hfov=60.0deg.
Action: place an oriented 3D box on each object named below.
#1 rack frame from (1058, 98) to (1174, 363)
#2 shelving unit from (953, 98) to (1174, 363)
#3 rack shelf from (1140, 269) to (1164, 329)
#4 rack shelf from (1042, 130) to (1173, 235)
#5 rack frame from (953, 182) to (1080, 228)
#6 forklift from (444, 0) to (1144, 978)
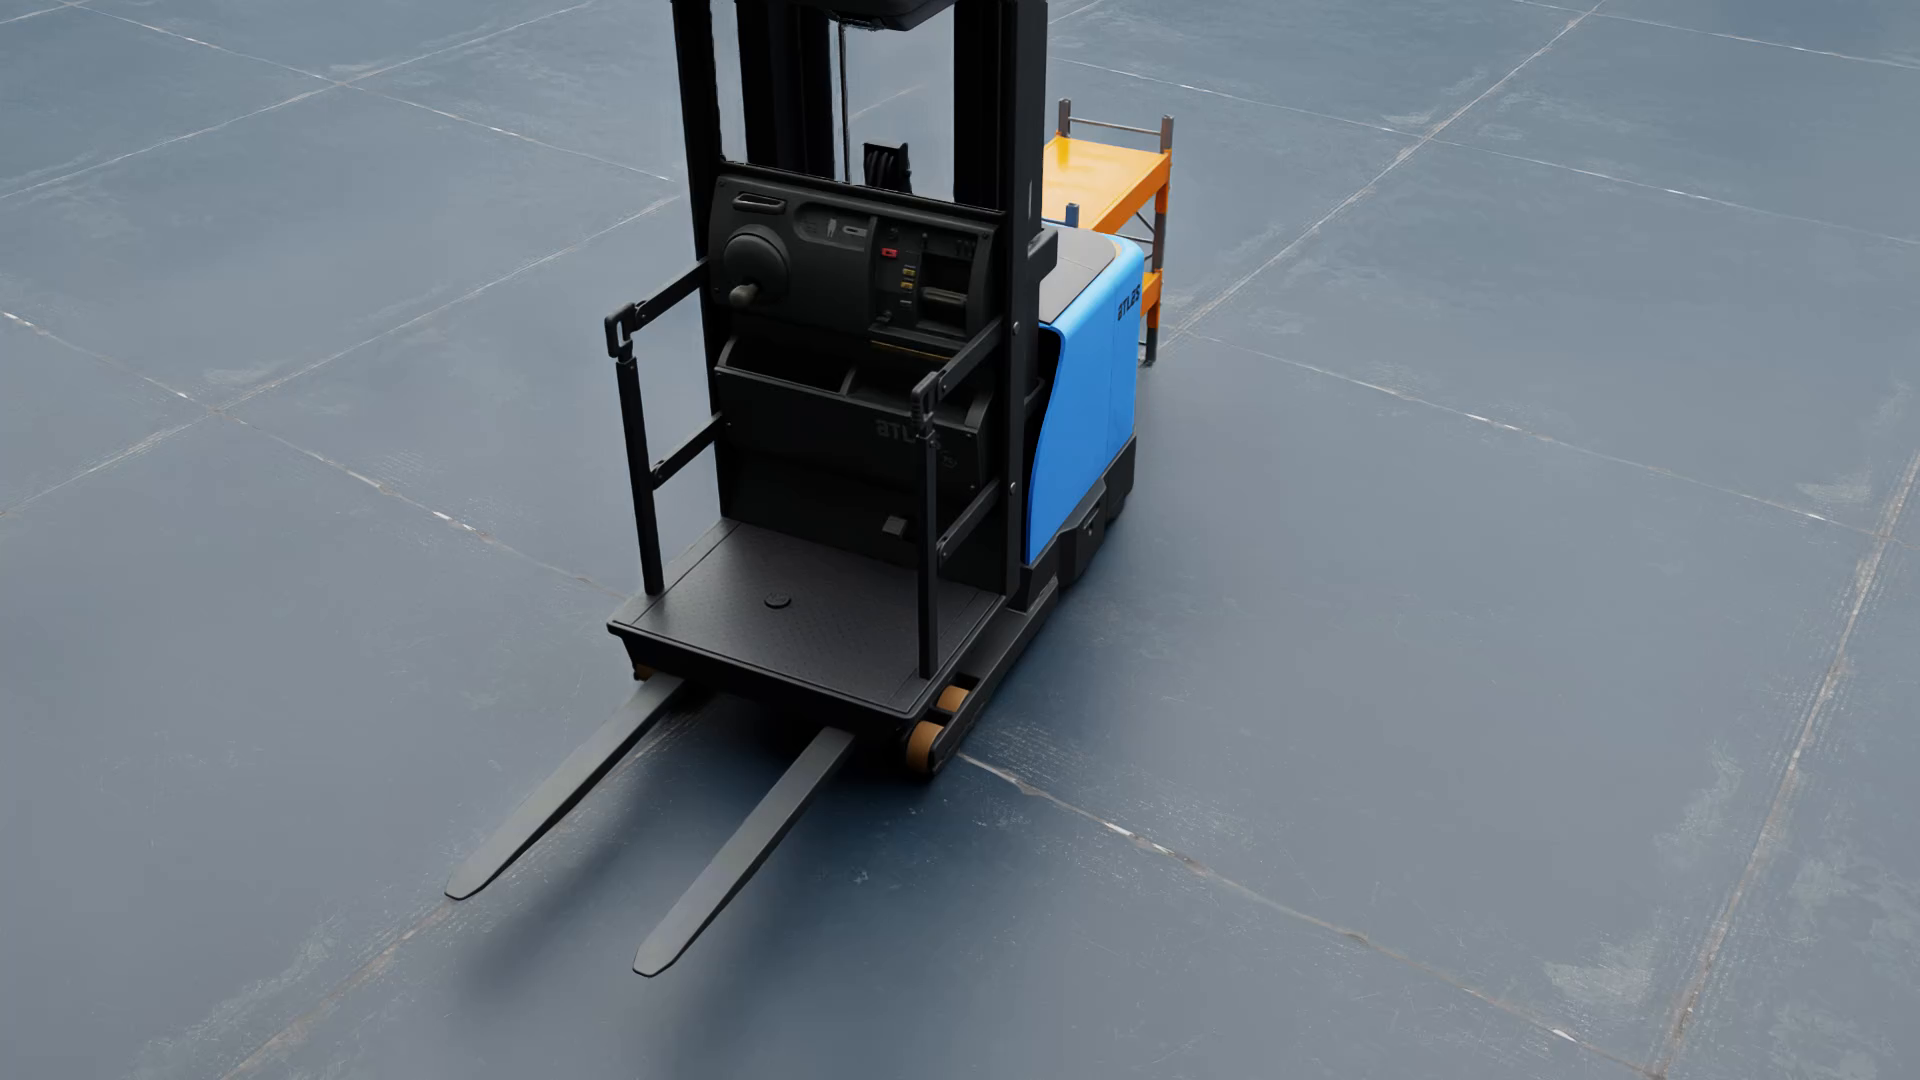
[{"bbox_3d":[0.646,-1.322,7.201,0.500,1.125,0.032,15,37,21],"label":"rack frame"},{"bbox_3d":[0.425,-1.065,6.821,0.538,1.125,1.048,15,37,21],"label":"shelving unit"},{"bbox_3d":[0.425,-0.863,6.958,0.538,0.278,1.000,15,37,21],"label":"rack shelf"},{"bbox_3d":[0.425,-1.308,6.657,0.538,0.278,1.000,15,37,21],"label":"rack shelf"},{"bbox_3d":[0.203,-0.809,6.442,0.500,1.125,0.032,15,37,21],"label":"rack frame"},{"bbox_3d":[-0.425,-0.766,4.766,1.130,2.935,3.031,15,37,21],"label":"forklift"}]
